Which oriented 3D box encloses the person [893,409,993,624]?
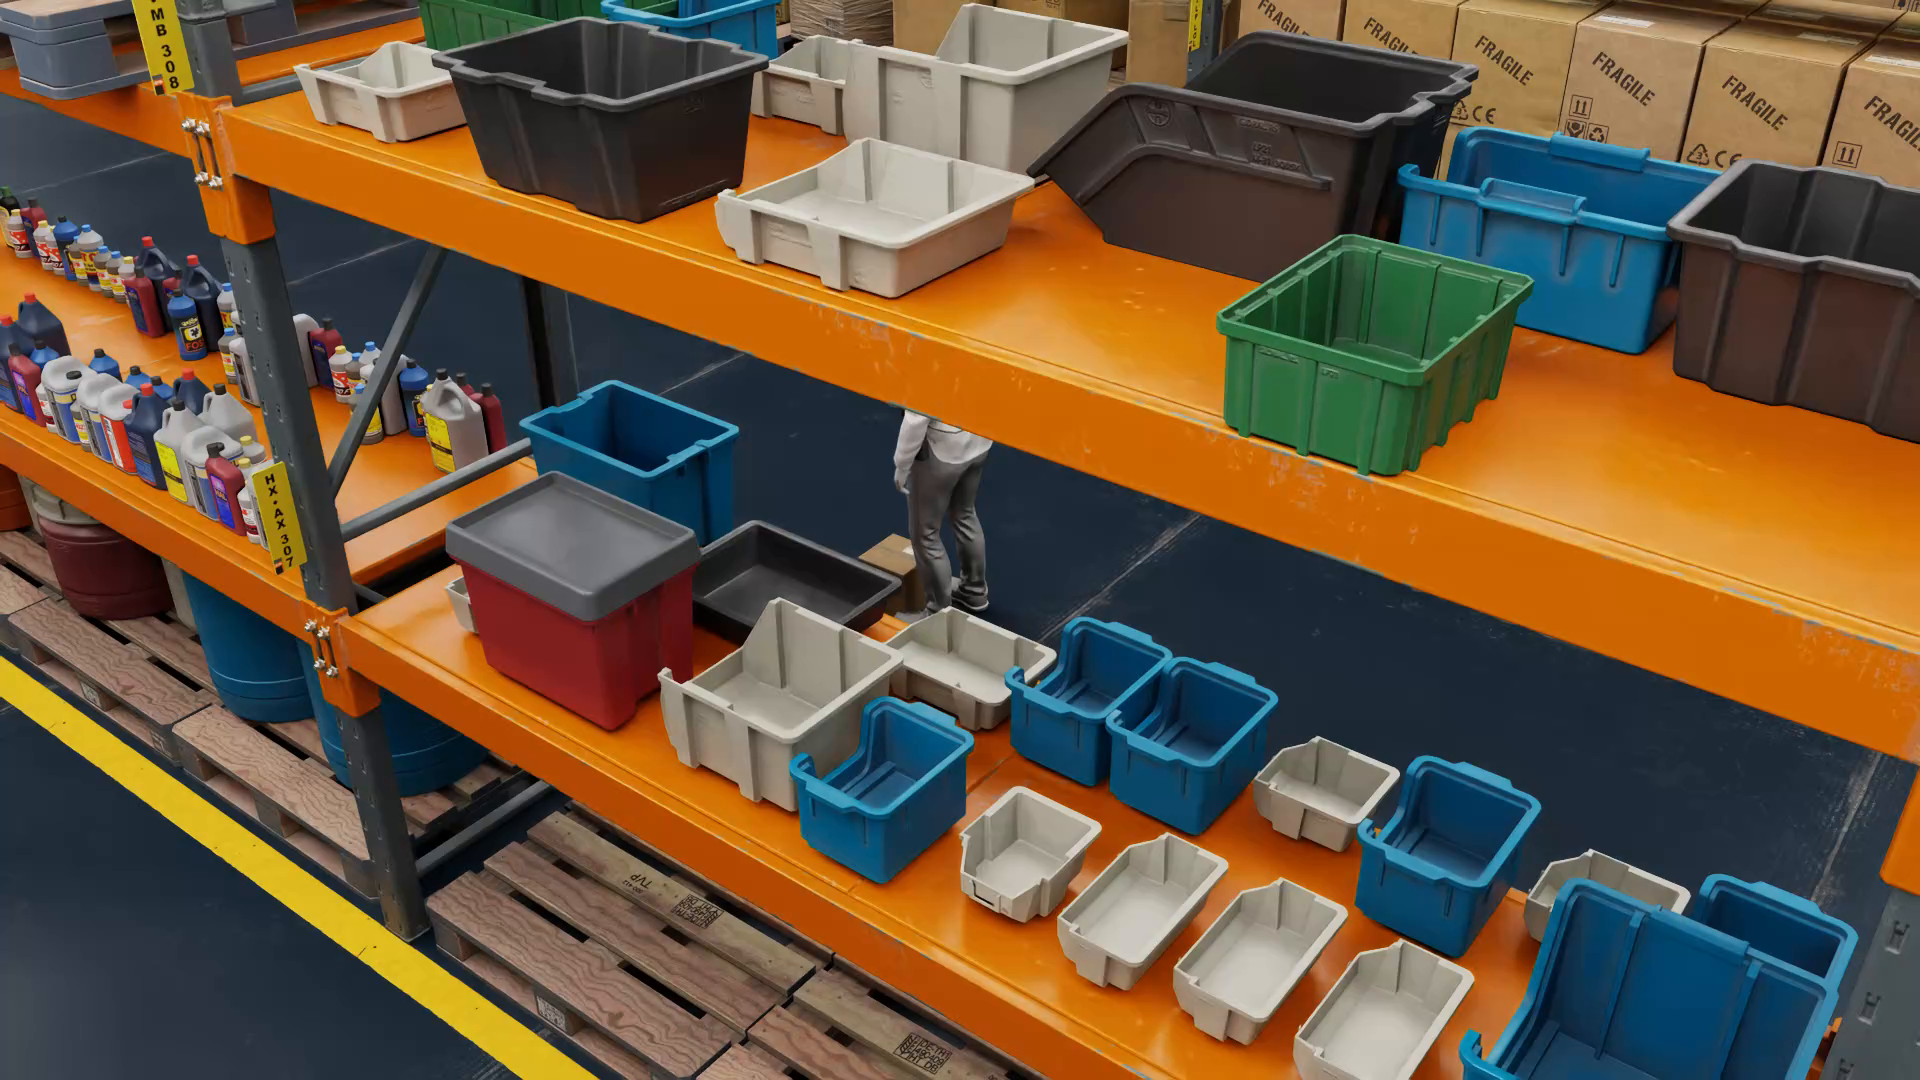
[{"bbox_3d":[-0.068,-0.369,6.742,0.371,1.663,0.529,22,37,32],"label":"person"}]
